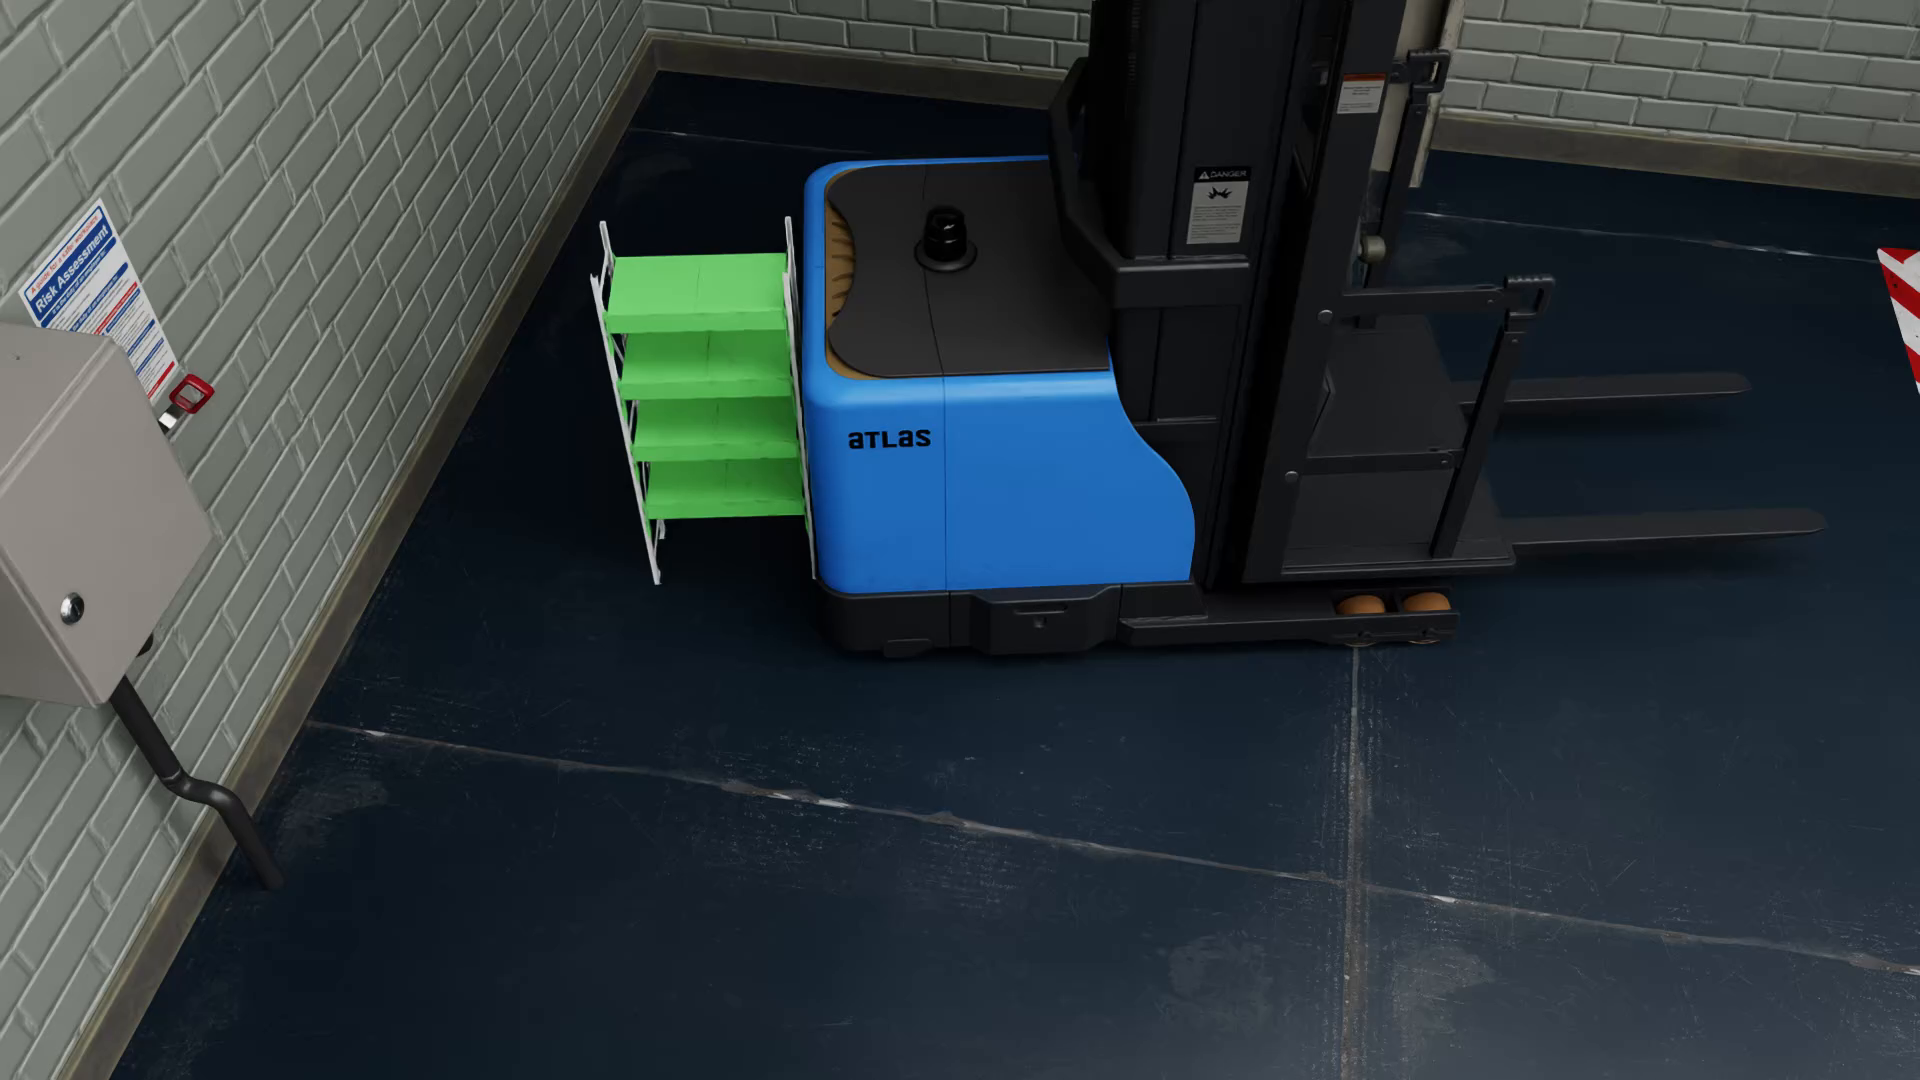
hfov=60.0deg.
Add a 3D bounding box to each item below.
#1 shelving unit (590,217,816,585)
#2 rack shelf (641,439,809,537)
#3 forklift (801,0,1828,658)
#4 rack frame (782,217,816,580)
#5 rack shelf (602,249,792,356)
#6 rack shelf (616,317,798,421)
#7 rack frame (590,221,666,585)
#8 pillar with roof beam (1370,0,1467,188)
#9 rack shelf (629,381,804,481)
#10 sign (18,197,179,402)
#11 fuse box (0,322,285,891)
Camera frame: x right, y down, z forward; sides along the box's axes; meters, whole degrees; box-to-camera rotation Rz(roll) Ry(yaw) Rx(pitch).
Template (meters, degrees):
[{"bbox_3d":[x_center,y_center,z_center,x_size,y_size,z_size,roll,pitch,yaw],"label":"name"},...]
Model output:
[{"bbox_3d":[-0.695,-0.360,4.767,0.503,1.200,0.258,-2,48,-1],"label":"shelving unit"},{"bbox_3d":[-0.695,-0.157,4.993,0.480,0.148,0.258,-2,48,-1],"label":"rack shelf"},{"bbox_3d":[1.075,-1.055,4.228,3.031,2.935,1.130,-2,48,-2],"label":"forklift"},{"bbox_3d":[-0.451,-0.367,4.773,0.015,1.200,0.240,-2,48,-1],"label":"rack frame"},{"bbox_3d":[-0.695,-0.638,4.457,0.480,0.148,0.258,-2,48,-1],"label":"rack shelf"},{"bbox_3d":[-0.695,-0.477,4.636,0.480,0.148,0.258,-2,48,-1],"label":"rack shelf"},{"bbox_3d":[-0.939,-0.353,4.760,0.015,1.200,0.240,-2,48,-1],"label":"rack frame"},{"bbox_3d":[0.860,-1.366,0.428,0.400,9.000,9.100,8,49,7],"label":"pillar with roof beam"},{"bbox_3d":[-0.695,-0.317,4.814,0.480,0.148,0.258,-2,48,-1],"label":"rack shelf"},{"bbox_3d":[-1.912,-0.466,3.716,0.001,0.494,0.329,8,49,7],"label":"sign"},{"bbox_3d":[-1.796,0.321,3.811,0.414,1.711,0.539,8,49,7],"label":"fuse box"}]
